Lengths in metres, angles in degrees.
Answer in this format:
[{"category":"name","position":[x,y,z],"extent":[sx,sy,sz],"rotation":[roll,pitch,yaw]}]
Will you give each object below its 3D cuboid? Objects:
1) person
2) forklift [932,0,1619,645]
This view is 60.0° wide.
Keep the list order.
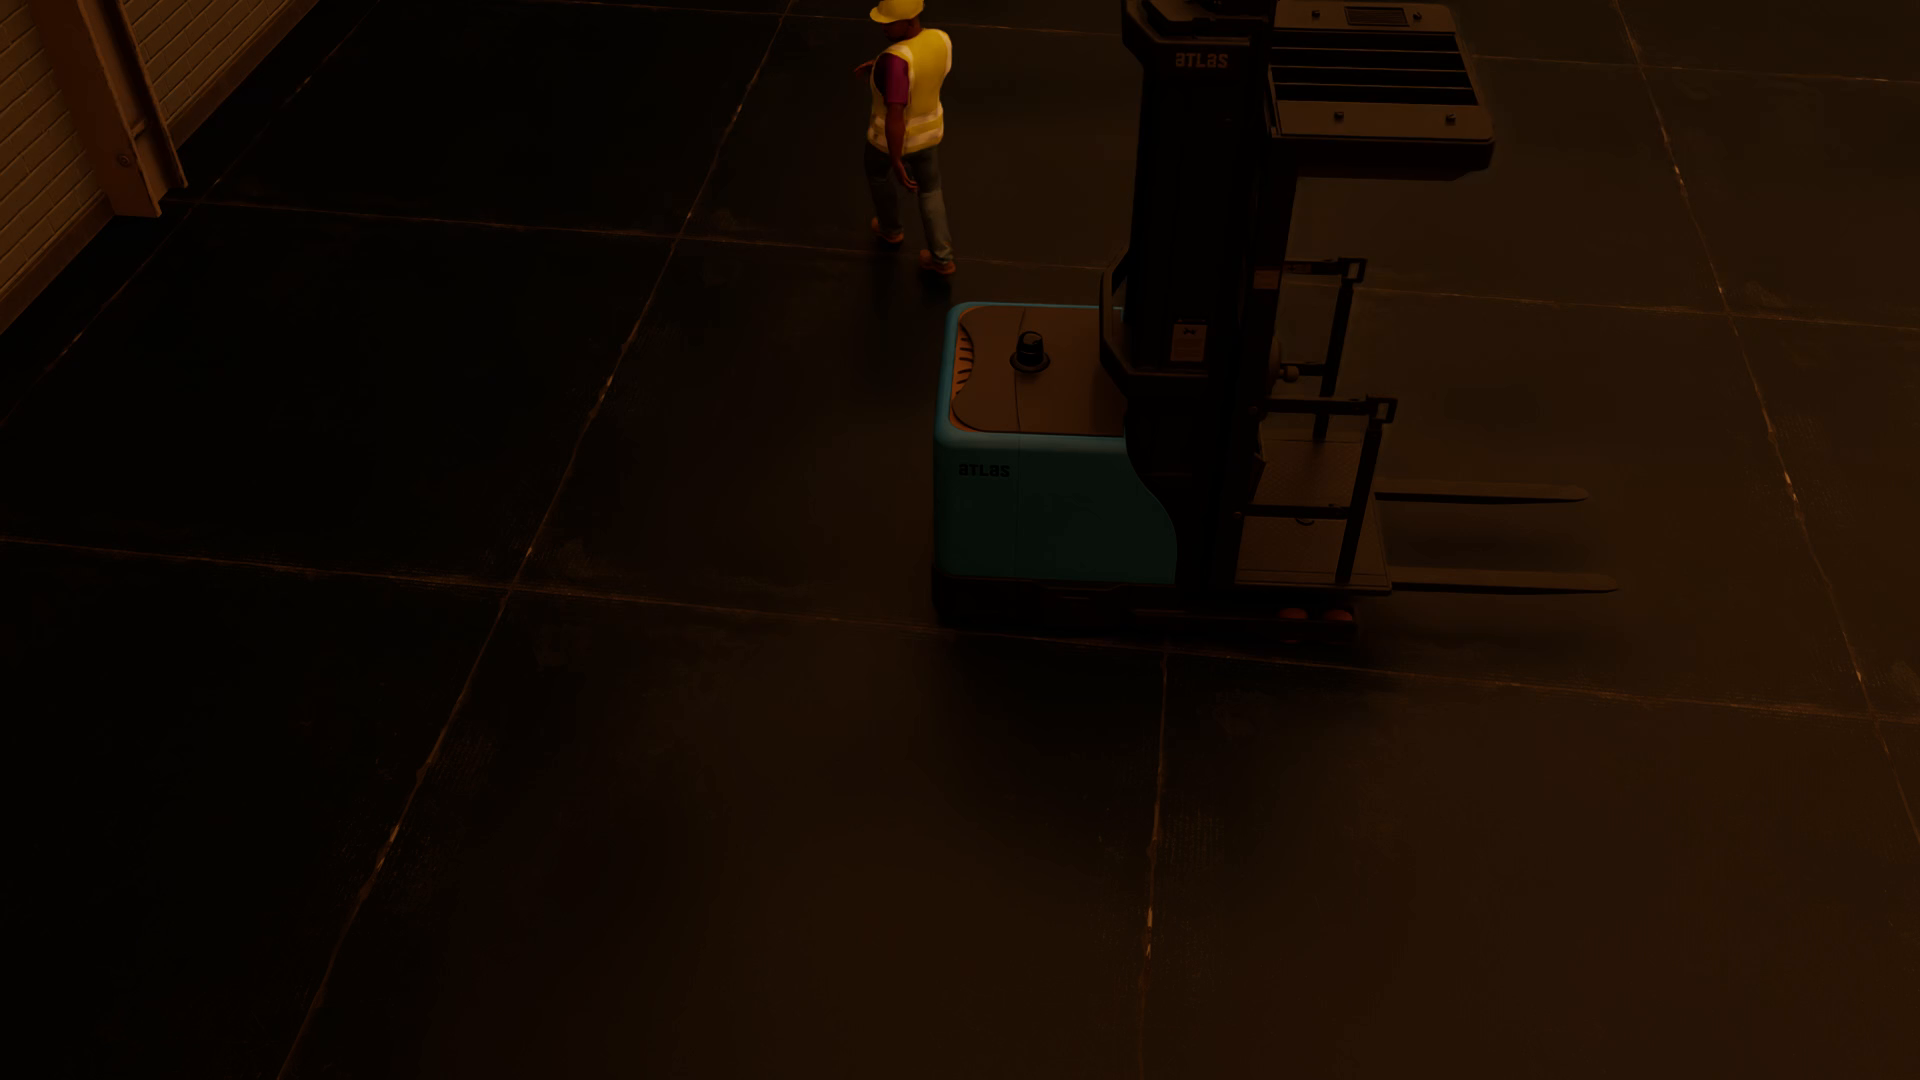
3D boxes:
[{"category":"person","position":[-0.288,-2.247,9.121],"extent":[0.594,1.685,0.940],"rotation":[-22,47,-22]},{"category":"forklift","position":[1.412,-0.985,6.796],"extent":[3.031,2.935,1.130],"rotation":[2,43,2]}]
